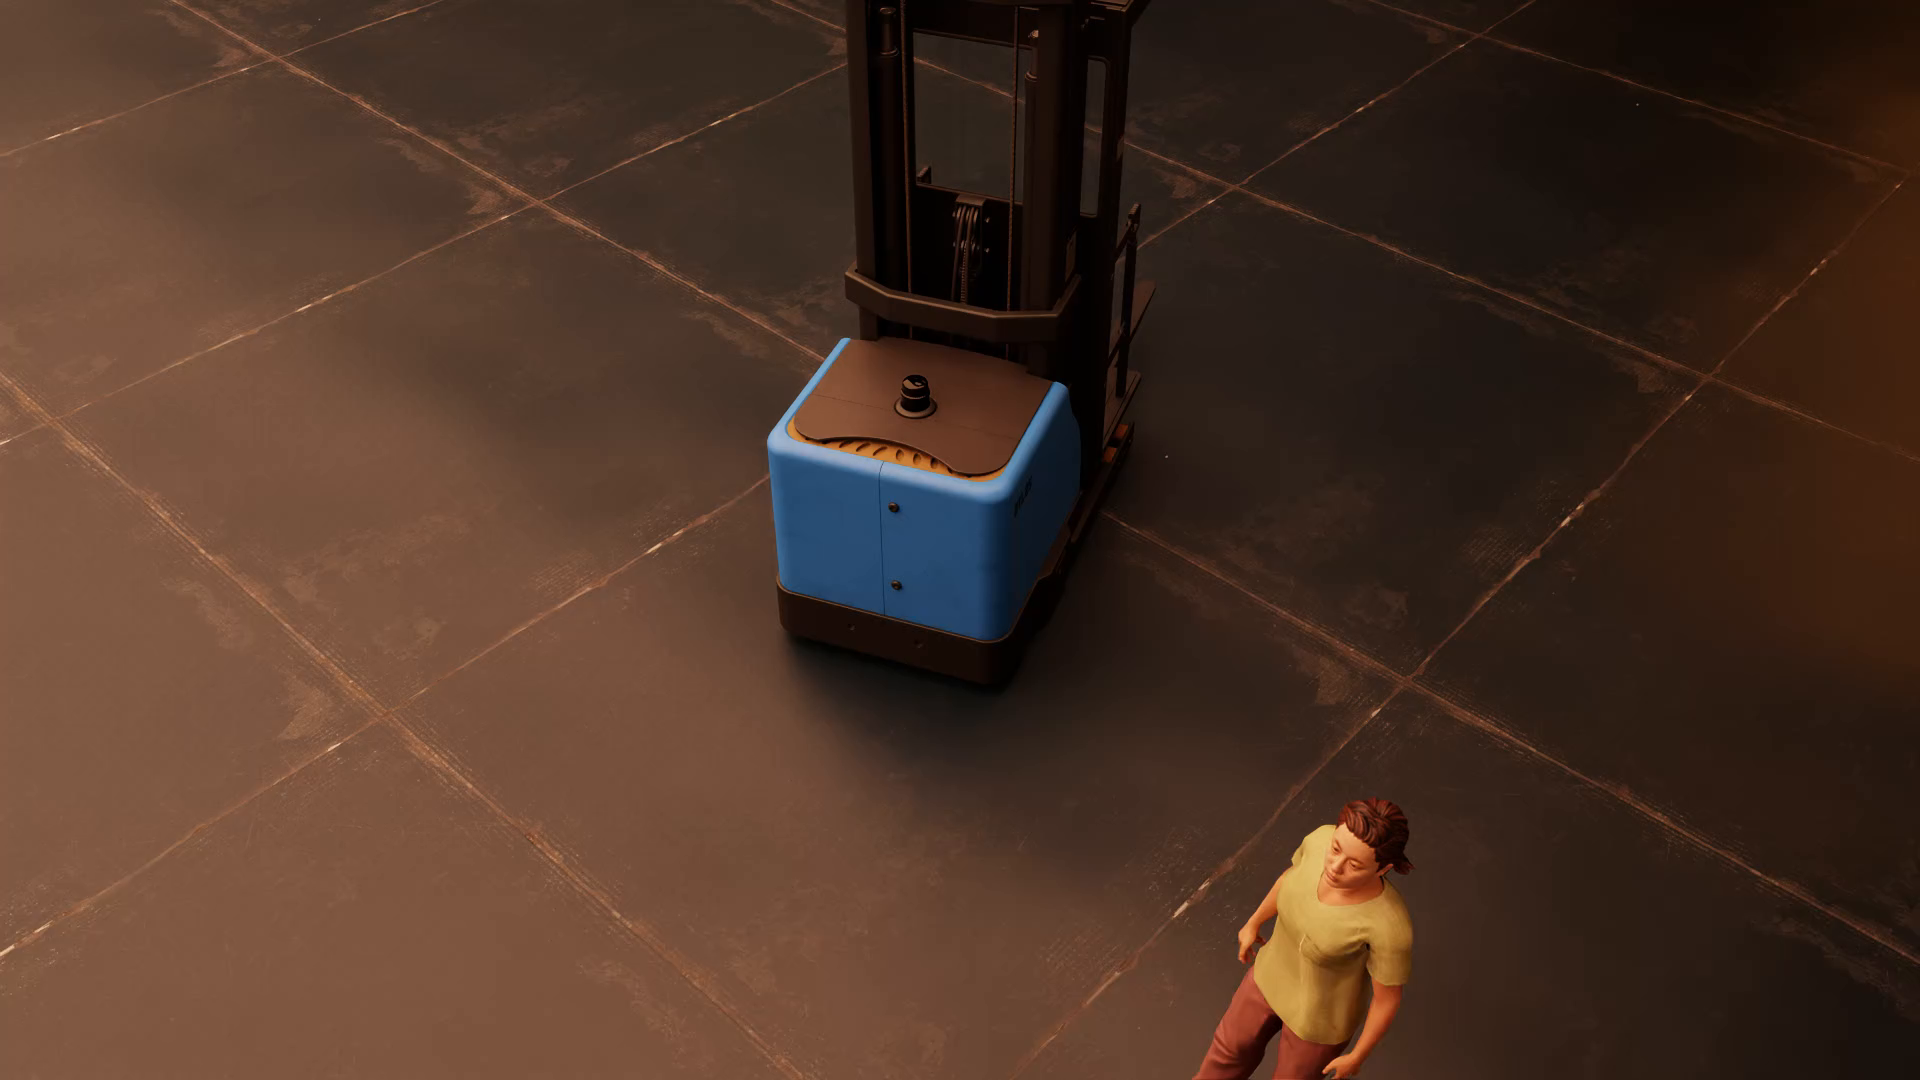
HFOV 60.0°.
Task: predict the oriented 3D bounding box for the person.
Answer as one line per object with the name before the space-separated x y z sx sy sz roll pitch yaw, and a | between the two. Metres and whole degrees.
person | 0.941 1.346 4.812 0.551 1.676 0.552 -19 44 -21

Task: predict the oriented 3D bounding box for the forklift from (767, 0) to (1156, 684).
forklift | 0.211 -1.484 7.158 1.130 2.935 3.031 14 42 15
